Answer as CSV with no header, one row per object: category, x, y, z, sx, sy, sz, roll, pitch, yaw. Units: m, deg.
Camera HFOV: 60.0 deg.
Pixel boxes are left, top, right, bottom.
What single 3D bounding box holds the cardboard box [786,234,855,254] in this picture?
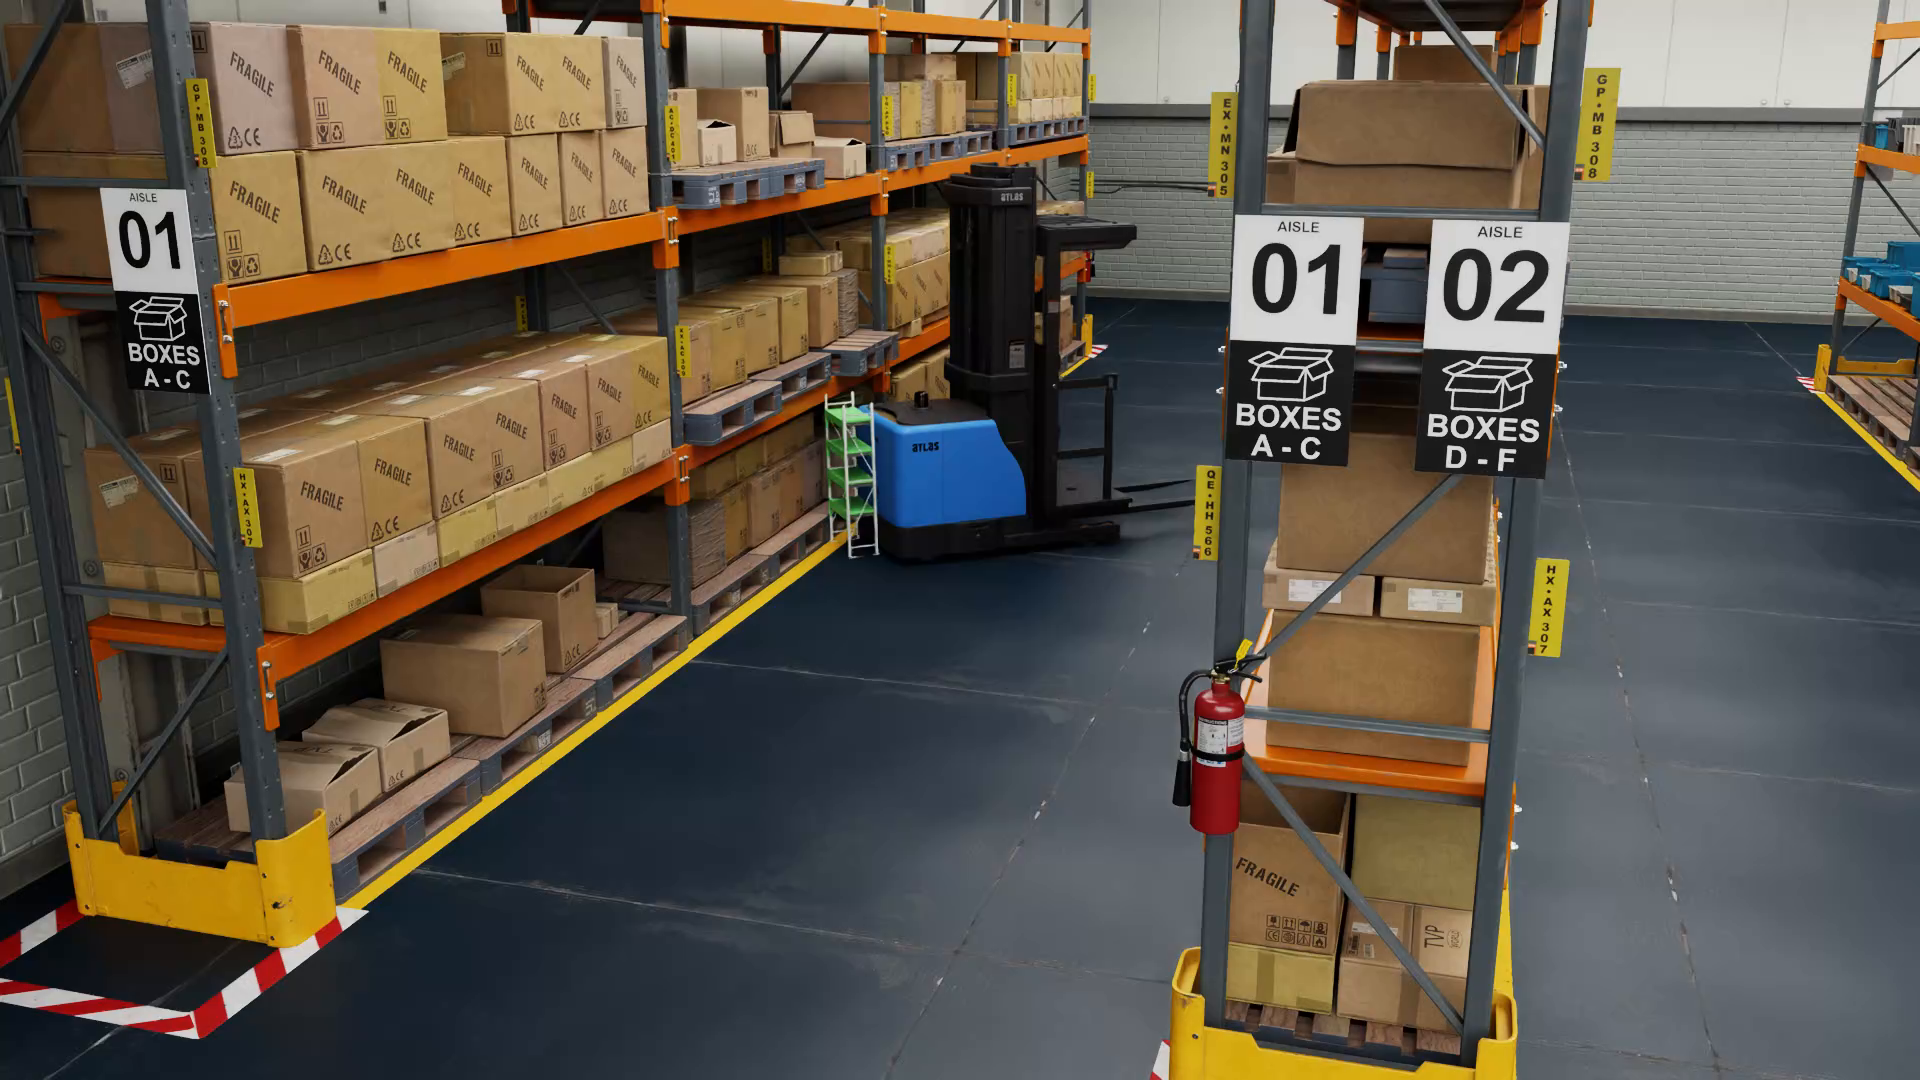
cardboard box,-1.241,-2.549,14.679,0.500,0.250,0.500,5,17,17

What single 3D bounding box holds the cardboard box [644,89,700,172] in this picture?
cardboard box,-2.026,-2.632,10.662,0.500,0.500,0.500,7,17,24

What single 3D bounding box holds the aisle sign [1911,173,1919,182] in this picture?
aisle sign,10.952,-4.420,18.651,0.394,0.787,0.004,5,16,16

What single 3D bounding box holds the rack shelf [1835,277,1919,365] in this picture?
rack shelf,10.083,-2.304,17.273,1.077,0.370,4.000,5,16,16

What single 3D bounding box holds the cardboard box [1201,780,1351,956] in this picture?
cardboard box,1.223,1.224,6.411,0.500,0.500,0.500,5,16,16

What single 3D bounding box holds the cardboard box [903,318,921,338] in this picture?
cardboard box,-0.569,-1.934,15.073,0.380,0.149,0.250,5,17,18

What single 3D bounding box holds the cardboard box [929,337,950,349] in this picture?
cardboard box,-0.294,-1.650,16.819,0.750,0.750,0.750,5,17,18

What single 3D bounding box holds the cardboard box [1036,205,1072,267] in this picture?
cardboard box,0.821,-3.760,20.540,0.980,0.700,0.700,4,16,15

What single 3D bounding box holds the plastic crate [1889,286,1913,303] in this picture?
plastic crate,9.721,-2.508,17.047,0.293,0.136,0.466,5,16,16

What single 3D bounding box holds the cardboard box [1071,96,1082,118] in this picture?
cardboard box,1.199,-5.350,20.521,0.500,0.250,0.500,5,17,18

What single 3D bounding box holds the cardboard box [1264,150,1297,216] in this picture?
cardboard box,1.430,-1.334,6.288,0.500,0.250,0.500,5,16,16

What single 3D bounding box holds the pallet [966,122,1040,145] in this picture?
pallet,0.258,-4.509,18.394,1.003,0.211,1.213,5,16,16

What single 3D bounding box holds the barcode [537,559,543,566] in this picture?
barcode,-2.641,0.158,10.465,0.001,0.075,0.075,5,16,16

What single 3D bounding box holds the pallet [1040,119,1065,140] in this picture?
pallet,0.607,-4.827,19.515,1.003,0.211,1.213,5,16,16

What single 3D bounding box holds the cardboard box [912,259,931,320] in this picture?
cardboard box,-0.580,-2.293,15.151,0.500,0.500,0.500,5,17,18

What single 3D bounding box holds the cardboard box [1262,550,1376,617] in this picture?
cardboard box,1.282,0.153,5.922,0.380,0.149,0.250,4,16,15

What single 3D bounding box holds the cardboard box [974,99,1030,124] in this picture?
cardboard box,0.465,-4.676,18.144,0.500,0.250,0.500,5,16,16

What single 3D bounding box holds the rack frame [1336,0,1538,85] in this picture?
rack frame,2.493,-3.305,8.490,1.000,3.000,0.127,5,16,16

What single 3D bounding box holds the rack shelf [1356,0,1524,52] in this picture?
rack shelf,3.061,-3.290,10.488,1.077,0.370,4.000,5,16,16

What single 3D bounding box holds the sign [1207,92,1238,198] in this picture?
sign,0.840,-1.249,5.261,0.100,0.325,0.005,5,16,16

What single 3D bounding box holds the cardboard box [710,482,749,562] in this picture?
cardboard box,-1.966,-0.144,12.115,0.700,0.500,0.500,4,16,15

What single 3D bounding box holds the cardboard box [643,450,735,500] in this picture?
cardboard box,-1.943,-0.481,11.929,0.500,0.250,0.500,4,16,15

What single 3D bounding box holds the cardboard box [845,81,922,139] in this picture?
cardboard box,-0.768,-3.969,15.339,0.700,0.500,0.500,6,17,19

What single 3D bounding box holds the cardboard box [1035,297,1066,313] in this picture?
cardboard box,1.116,-2.947,20.847,0.380,0.149,0.250,5,17,17

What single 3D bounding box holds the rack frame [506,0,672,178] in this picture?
rack frame,-2.258,-3.688,9.841,1.000,3.000,0.127,5,16,16

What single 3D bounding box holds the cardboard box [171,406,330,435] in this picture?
cardboard box,-3.312,-0.324,7.840,0.500,0.500,0.500,5,17,17

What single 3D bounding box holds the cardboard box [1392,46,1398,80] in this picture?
cardboard box,2.845,-2.662,9.850,0.500,0.500,0.500,6,17,21

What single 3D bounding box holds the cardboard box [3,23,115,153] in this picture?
cardboard box,-3.523,-1.870,6.877,0.500,0.500,0.500,5,17,18

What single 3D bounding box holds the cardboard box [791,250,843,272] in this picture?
cardboard box,-1.190,-2.328,13.861,0.380,0.149,0.250,2,16,9

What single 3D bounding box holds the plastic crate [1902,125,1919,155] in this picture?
plastic crate,9.725,-4.003,16.667,0.437,0.282,0.530,5,16,16

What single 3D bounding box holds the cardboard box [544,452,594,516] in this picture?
cardboard box,-2.379,-0.330,9.232,0.500,0.250,0.500,5,16,16

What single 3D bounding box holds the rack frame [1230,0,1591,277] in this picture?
rack frame,1.356,-2.258,4.801,1.000,3.000,0.127,5,16,16

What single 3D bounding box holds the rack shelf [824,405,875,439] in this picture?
rack shelf,-0.854,-0.909,12.802,0.258,0.148,0.480,-7,17,-20

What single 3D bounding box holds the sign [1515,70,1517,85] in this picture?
sign,5.299,-4.351,16.006,0.100,0.325,0.005,5,16,16

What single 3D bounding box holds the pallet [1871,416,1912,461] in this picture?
pallet,9.686,-0.981,16.400,1.003,0.211,1.213,5,16,16

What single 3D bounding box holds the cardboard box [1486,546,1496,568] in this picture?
cardboard box,1.746,0.112,6.065,0.380,0.149,0.250,4,16,14

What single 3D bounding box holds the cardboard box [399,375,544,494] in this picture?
cardboard box,-2.533,-0.555,8.651,0.500,0.500,0.500,5,17,18

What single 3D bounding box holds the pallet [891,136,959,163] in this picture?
pallet,-0.674,-3.666,15.607,1.003,0.211,1.213,5,17,18

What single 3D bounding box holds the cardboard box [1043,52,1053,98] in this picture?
cardboard box,0.762,-5.306,18.991,0.500,0.500,0.500,5,17,16

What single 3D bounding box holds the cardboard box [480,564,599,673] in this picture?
cardboard box,-2.514,0.464,9.973,0.500,0.500,0.500,3,16,12

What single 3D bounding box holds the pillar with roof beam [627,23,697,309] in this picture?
pillar with roof beam,1.808,-4.128,11.391,9.100,9.000,0.400,5,16,16

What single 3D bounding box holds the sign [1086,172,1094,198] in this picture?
sign,1.669,-4.567,21.377,0.100,0.325,0.005,5,16,16

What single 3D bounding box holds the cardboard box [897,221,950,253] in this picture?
cardboard box,-0.315,-2.915,15.969,0.500,0.250,0.500,4,16,15

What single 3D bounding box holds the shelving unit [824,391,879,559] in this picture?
shelving unit,-0.845,-0.509,12.918,0.258,1.200,0.503,-7,17,-20

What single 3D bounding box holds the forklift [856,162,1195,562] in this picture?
forklift,0.726,-1.485,13.193,3.031,2.935,1.130,-7,17,-22

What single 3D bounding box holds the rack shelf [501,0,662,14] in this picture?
rack shelf,-2.826,-2.817,8.095,1.077,0.370,4.000,5,16,16

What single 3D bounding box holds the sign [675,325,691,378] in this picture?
sign,-1.735,-1.178,10.400,0.100,0.325,0.005,5,16,16

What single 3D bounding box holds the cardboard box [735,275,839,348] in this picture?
cardboard box,-1.378,-1.836,13.317,0.700,0.500,0.500,3,16,11

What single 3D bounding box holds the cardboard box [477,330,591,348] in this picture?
cardboard box,-2.592,-0.993,10.199,0.500,0.500,0.500,4,16,15

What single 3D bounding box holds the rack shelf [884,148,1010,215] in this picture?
rack shelf,-0.553,-3.469,15.883,1.077,0.370,4.000,5,16,16

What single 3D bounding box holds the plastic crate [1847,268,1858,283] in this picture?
plastic crate,10.095,-2.959,18.637,0.250,0.136,0.298,5,16,16

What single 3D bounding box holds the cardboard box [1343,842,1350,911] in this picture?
cardboard box,1.356,1.453,6.977,0.500,0.250,0.500,5,16,16

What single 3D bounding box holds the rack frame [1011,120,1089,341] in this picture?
rack frame,1.152,-3.941,21.728,1.000,3.000,0.127,5,16,16

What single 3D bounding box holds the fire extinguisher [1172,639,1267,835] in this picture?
fire extinguisher,0.877,0.660,5.648,0.296,0.674,0.183,5,16,16

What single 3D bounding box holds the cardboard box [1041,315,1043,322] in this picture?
cardboard box,0.765,-2.488,20.414,0.700,0.500,0.500,4,16,14

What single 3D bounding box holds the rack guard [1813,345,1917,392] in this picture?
rack guard,10.645,-1.978,19.387,1.175,0.500,0.348,5,16,16

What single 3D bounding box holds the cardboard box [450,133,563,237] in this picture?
cardboard box,-2.441,-1.872,8.716,0.500,0.500,0.500,4,16,14

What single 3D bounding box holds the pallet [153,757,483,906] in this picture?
pallet,-3.108,1.356,8.161,1.003,0.211,1.213,5,16,16

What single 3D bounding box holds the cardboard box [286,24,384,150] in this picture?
cardboard box,-2.861,-1.947,7.146,0.500,0.500,0.500,4,16,15
